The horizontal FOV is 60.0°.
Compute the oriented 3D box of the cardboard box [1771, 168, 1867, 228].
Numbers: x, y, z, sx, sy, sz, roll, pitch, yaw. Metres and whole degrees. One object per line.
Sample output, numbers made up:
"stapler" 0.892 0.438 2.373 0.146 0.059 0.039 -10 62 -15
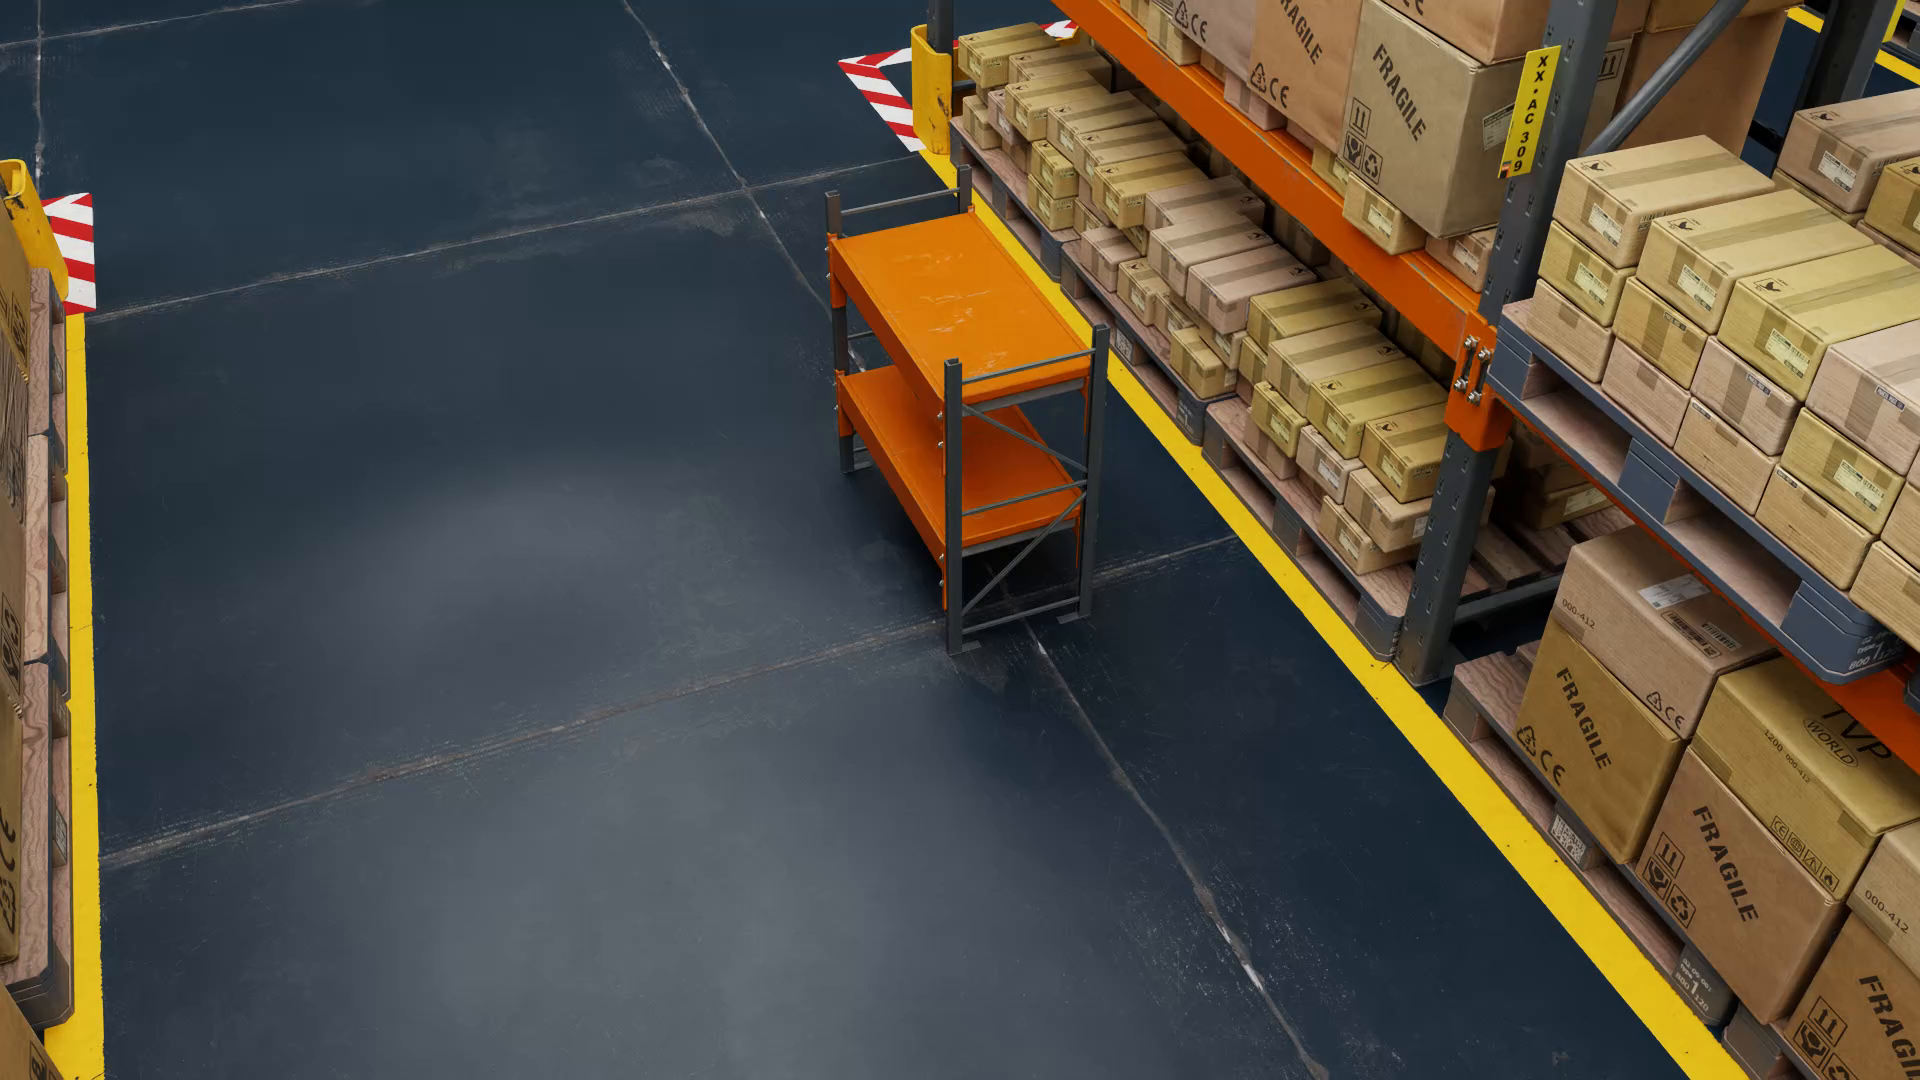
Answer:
"cardboard box" 2.194 -0.816 4.041 0.380 0.149 0.250 -14 43 -16

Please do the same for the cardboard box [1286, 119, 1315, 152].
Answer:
"cardboard box" 1.252 -1.324 5.182 0.380 0.149 0.250 -16 43 -18

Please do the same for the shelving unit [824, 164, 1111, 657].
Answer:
"shelving unit" -0.003 -0.431 5.388 0.538 1.125 1.048 -15 43 -17

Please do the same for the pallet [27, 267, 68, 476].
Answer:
"pallet" -3.915 -0.543 6.220 1.003 0.211 1.213 -15 43 -17

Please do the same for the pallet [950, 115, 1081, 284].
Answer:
"pallet" 0.636 -1.638 7.493 1.003 0.211 1.213 -15 43 -17

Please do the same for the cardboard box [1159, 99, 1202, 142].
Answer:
"cardboard box" 1.065 -1.825 6.980 0.380 0.149 0.250 -17 43 -19

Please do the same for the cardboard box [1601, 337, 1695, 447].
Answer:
"cardboard box" 1.696 -0.376 3.757 0.380 0.149 0.250 -14 43 -16

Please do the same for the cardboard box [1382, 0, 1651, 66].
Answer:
"cardboard box" 1.429 -1.575 4.209 0.500 0.500 0.500 -17 43 -18

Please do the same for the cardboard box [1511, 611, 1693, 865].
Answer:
"cardboard box" 1.897 0.470 4.498 0.500 0.500 0.500 -14 43 -15

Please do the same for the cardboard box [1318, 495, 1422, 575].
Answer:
"cardboard box" 1.394 -0.059 5.383 0.380 0.149 0.250 -15 43 -16

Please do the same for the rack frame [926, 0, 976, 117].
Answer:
"rack frame" 0.328 -3.239 7.216 1.000 3.000 0.127 -15 43 -17

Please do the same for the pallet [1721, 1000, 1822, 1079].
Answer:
"pallet" 2.629 1.432 3.922 1.003 0.211 1.213 -15 43 -17

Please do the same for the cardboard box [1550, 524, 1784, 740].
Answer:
"cardboard box" 1.898 0.186 4.253 0.500 0.250 0.500 -17 44 -19

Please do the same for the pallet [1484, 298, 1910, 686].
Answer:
"pallet" 2.017 -0.260 3.899 1.003 0.211 1.213 -15 43 -17

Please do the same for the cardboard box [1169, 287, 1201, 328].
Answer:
"cardboard box" 1.006 -0.939 6.177 0.380 0.149 0.250 -17 44 -19

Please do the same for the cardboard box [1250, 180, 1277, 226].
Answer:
"cardboard box" 1.344 -1.340 6.416 0.380 0.149 0.250 -15 43 -17

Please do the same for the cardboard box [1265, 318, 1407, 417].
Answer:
"cardboard box" 1.246 -0.575 5.526 0.380 0.149 0.250 -15 43 -17

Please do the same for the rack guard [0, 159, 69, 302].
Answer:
"rack guard" -4.302 -1.129 6.680 1.175 0.500 0.348 -15 43 -17

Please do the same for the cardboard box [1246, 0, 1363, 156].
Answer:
"cardboard box" 1.215 -1.514 4.905 0.500 0.500 0.500 -16 43 -18

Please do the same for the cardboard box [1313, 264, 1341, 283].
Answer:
"cardboard box" 1.525 -0.922 6.157 0.380 0.149 0.250 -13 42 -15

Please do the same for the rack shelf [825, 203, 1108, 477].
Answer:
"rack shelf" -0.003 -0.652 5.197 0.538 0.278 1.000 -15 43 -17

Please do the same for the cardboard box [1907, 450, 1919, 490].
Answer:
"cardboard box" 1.984 -0.140 3.027 0.380 0.149 0.250 -15 43 -17

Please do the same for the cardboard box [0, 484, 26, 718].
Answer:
"cardboard box" -3.285 0.034 4.718 0.875 0.875 0.875 -15 43 -17

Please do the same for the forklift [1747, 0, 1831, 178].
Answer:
"forklift" 2.592 -2.085 5.927 1.130 2.935 3.031 -12 42 -14

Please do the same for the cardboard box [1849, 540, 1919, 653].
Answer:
"cardboard box" 1.981 0.080 3.227 0.380 0.149 0.250 -17 44 -19

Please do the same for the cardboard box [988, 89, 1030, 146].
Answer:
"cardboard box" 0.344 -1.871 7.262 0.380 0.149 0.250 -15 43 -17

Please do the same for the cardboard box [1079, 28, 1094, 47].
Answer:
"cardboard box" 0.765 -2.287 7.517 0.380 0.149 0.250 -15 43 -16

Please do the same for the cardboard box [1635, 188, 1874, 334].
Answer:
"cardboard box" 1.697 -0.601 3.562 0.380 0.149 0.250 -14 43 -16

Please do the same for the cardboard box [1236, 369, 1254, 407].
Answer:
"cardboard box" 1.223 -0.569 5.975 0.380 0.149 0.250 -16 43 -18

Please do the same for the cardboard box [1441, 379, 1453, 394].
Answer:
"cardboard box" 1.836 -0.449 5.608 0.380 0.149 0.250 -15 43 -17

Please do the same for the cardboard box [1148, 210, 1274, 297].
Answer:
"cardboard box" 0.915 -1.050 6.079 0.380 0.149 0.250 -17 43 -18

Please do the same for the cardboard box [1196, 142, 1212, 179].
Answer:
"cardboard box" 1.205 -1.562 6.902 0.380 0.149 0.250 -14 43 -16

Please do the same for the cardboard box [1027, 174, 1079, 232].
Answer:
"cardboard box" 0.507 -1.455 7.006 0.380 0.149 0.250 -15 43 -16

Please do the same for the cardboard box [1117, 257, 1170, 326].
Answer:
"cardboard box" 0.837 -0.993 6.469 0.380 0.149 0.250 -15 43 -17

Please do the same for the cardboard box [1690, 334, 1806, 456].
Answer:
"cardboard box" 1.785 -0.343 3.491 0.380 0.149 0.250 -14 43 -16

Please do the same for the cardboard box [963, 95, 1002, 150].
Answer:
"cardboard box" 0.233 -1.922 7.549 0.380 0.149 0.250 -14 43 -16

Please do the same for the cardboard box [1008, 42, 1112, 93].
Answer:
"cardboard box" 0.432 -2.007 7.191 0.380 0.149 0.250 -14 43 -16

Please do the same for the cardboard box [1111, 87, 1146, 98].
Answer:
"cardboard box" 0.844 -2.013 7.426 0.380 0.149 0.250 -16 43 -18

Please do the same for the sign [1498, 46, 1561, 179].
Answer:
"sign" 1.360 -1.018 3.969 0.100 0.325 0.005 -15 43 -17

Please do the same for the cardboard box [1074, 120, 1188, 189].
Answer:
"cardboard box" 0.678 -1.525 6.631 0.380 0.149 0.250 -14 43 -15

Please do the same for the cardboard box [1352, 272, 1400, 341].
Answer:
"cardboard box" 1.605 -0.865 5.863 0.380 0.149 0.250 -16 43 -18

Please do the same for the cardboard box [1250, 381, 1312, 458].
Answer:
"cardboard box" 1.211 -0.448 5.607 0.380 0.149 0.250 -17 43 -18

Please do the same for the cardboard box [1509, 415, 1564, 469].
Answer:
"cardboard box" 1.918 -0.393 5.314 0.380 0.149 0.250 -13 42 -15

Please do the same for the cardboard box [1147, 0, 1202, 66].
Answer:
"cardboard box" 0.869 -1.772 5.702 0.380 0.149 0.250 -14 43 -16

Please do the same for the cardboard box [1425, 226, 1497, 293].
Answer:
"cardboard box" 1.533 -0.848 4.628 0.380 0.149 0.250 -16 43 -17

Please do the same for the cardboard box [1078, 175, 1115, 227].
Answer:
"cardboard box" 0.707 -1.428 6.747 0.380 0.149 0.250 -17 44 -19
